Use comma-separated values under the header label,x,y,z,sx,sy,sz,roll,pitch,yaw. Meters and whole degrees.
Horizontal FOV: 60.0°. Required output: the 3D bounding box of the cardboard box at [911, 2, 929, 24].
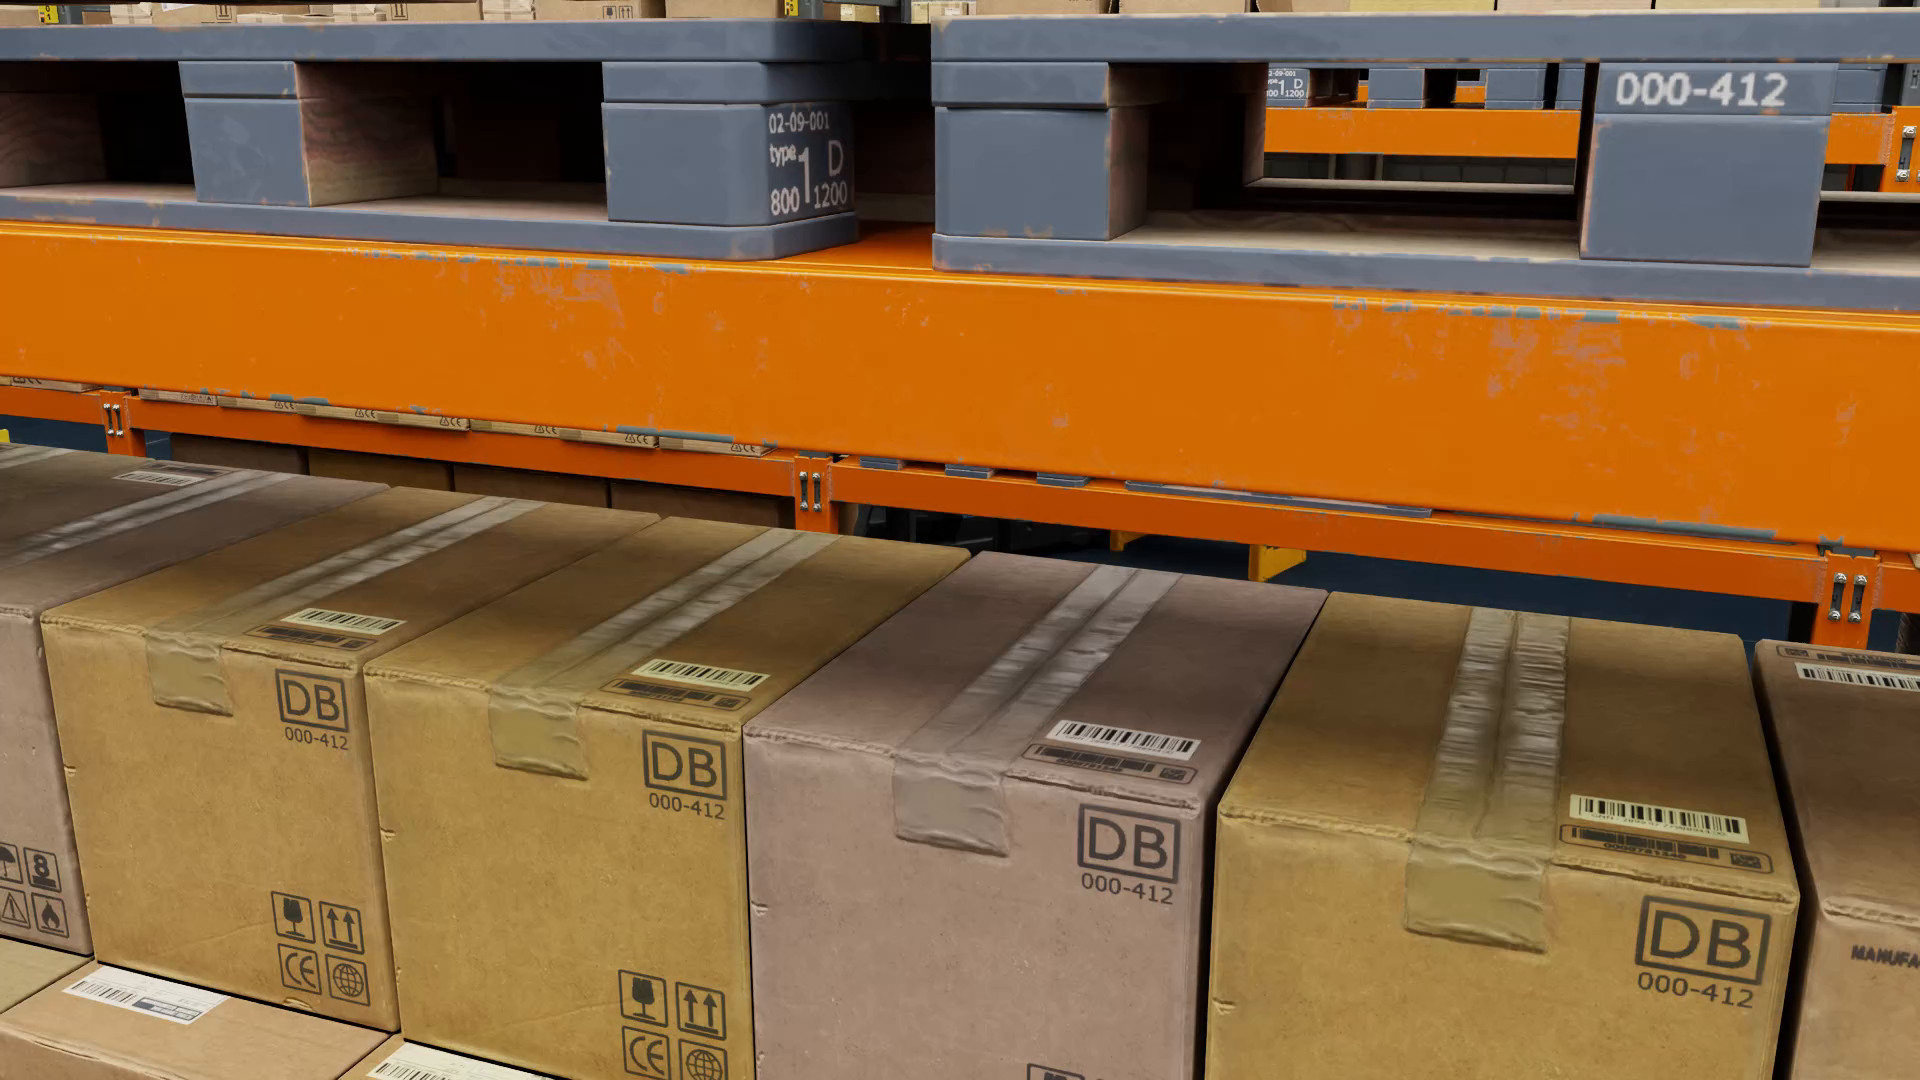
label,x,y,z,sx,sy,sz,roll,pitch,yaw
cardboard box,-0.274,-3.734,11.797,0.250,0.149,0.380,6,17,21

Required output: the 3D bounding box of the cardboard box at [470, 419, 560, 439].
label,x,y,z,sx,sy,sz,roll,pitch,yaw
cardboard box,-1.966,-0.669,7.867,0.500,0.250,0.500,6,17,20

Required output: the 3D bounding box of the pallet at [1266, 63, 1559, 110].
label,x,y,z,sx,sy,sz,roll,pitch,yaw
pallet,1.763,-1.790,6.416,1.003,0.211,1.213,6,17,21

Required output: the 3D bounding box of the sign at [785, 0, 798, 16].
label,x,y,z,sx,sy,sz,roll,pitch,yaw
sign,-0.668,-2.236,6.548,0.005,0.325,0.100,6,17,21

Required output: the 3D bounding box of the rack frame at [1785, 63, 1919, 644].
label,x,y,z,sx,sy,sz,roll,pitch,yaw
rack frame,3.265,-0.244,6.132,0.127,3.000,1.000,6,17,21

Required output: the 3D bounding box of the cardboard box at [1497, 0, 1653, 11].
label,x,y,z,sx,sy,sz,roll,pitch,yaw
cardboard box,2.199,-1.889,5.936,0.500,0.250,0.500,7,17,21

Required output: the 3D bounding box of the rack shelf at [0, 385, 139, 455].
label,x,y,z,sx,sy,sz,roll,pitch,yaw
rack shelf,-6.038,-0.921,9.756,4.000,0.370,1.077,6,17,21

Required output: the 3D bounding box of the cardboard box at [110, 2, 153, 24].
label,x,y,z,sx,sy,sz,roll,pitch,yaw
cardboard box,-3.840,-2.498,8.004,0.258,0.266,0.396,6,17,20

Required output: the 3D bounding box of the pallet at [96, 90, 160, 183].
label,x,y,z,sx,sy,sz,roll,pitch,yaw
pallet,-1.560,-0.656,2.513,1.003,0.211,1.213,7,18,23

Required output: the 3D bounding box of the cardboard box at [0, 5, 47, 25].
label,x,y,z,sx,sy,sz,roll,pitch,yaw
cardboard box,-4.889,-2.670,8.419,0.258,0.266,0.396,7,18,22

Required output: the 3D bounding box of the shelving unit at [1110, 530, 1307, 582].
label,x,y,z,sx,sy,sz,roll,pitch,yaw
shelving unit,1.537,-0.628,10.147,1.083,1.500,0.587,13,21,38

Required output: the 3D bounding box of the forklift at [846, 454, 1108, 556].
label,x,y,z,sx,sy,sz,roll,pitch,yaw
forklift,-0.612,-1.317,9.954,3.031,2.935,1.130,-8,18,-25

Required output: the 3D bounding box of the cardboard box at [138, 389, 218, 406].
label,x,y,z,sx,sy,sz,roll,pitch,yaw
cardboard box,-3.865,-0.876,8.581,0.500,0.250,0.500,6,17,19

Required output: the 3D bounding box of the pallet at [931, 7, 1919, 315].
label,x,y,z,sx,sy,sz,roll,pitch,yaw
pallet,0.671,-0.379,1.562,1.217,0.209,0.805,6,17,18

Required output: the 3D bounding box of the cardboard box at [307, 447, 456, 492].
label,x,y,z,sx,sy,sz,roll,pitch,yaw
cardboard box,-2.728,-0.110,8.731,0.875,0.875,0.875,7,18,22

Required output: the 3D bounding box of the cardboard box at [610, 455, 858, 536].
label,x,y,z,sx,sy,sz,roll,pitch,yaw
cardboard box,-1.068,0.074,8.097,0.875,0.875,0.875,6,17,20

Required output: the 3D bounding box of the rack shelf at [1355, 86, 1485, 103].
label,x,y,z,sx,sy,sz,roll,pitch,yaw
rack shelf,3.222,-2.831,10.955,4.000,0.370,1.077,6,17,21

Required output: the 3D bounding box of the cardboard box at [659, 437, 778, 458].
label,x,y,z,sx,sy,sz,roll,pitch,yaw
cardboard box,-1.022,-0.565,7.509,0.500,0.250,0.500,6,17,19

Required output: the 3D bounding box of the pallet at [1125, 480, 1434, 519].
label,x,y,z,sx,sy,sz,roll,pitch,yaw
pallet,1.400,-0.369,6.908,1.213,0.211,1.003,6,17,21

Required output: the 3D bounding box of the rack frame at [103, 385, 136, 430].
label,x,y,z,sx,sy,sz,roll,pitch,yaw
rack frame,-4.177,-1.062,8.951,0.127,3.000,1.000,6,17,21

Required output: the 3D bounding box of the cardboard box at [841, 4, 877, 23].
label,x,y,z,sx,sy,sz,roll,pitch,yaw
cardboard box,-0.789,-3.775,11.903,0.250,0.149,0.380,6,17,21

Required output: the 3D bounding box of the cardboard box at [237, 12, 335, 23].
label,x,y,z,sx,sy,sz,roll,pitch,yaw
cardboard box,-3.129,-2.372,7.749,0.250,0.166,0.380,5,17,17

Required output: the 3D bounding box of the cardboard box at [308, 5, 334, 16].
label,x,y,z,sx,sy,sz,roll,pitch,yaw
cardboard box,-3.281,-2.626,8.364,0.500,0.311,0.500,6,17,21

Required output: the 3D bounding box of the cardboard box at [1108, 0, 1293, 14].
label,x,y,z,sx,sy,sz,roll,pitch,yaw
cardboard box,0.973,-1.994,6.597,0.637,0.503,0.797,6,17,21

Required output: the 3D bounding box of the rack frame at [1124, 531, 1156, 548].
label,x,y,z,sx,sy,sz,roll,pitch,yaw
rack frame,1.153,-0.717,10.455,0.032,1.500,0.500,13,21,38

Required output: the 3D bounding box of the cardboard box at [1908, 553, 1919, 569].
label,x,y,z,sx,sy,sz,roll,pitch,yaw
cardboard box,3.440,-0.008,5.770,0.250,0.149,0.380,6,17,20

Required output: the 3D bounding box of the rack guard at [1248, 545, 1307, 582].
label,x,y,z,sx,sy,sz,roll,pitch,yaw
rack guard,1.919,0.061,10.015,0.087,0.250,0.587,13,21,38

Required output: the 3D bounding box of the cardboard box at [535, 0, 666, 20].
label,x,y,z,sx,sy,sz,roll,pitch,yaw
cardboard box,-1.447,-2.395,7.230,0.500,0.500,0.700,5,17,18

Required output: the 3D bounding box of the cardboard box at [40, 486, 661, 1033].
label,x,y,z,sx,sy,sz,roll,pitch,yaw
cardboard box,-0.816,0.265,2.408,0.500,0.500,0.700,6,17,20

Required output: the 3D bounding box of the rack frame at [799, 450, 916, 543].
label,x,y,z,sx,sy,sz,roll,pitch,yaw
rack frame,-0.456,-0.653,7.542,0.127,3.000,1.000,6,17,21

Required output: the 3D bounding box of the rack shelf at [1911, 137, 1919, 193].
label,x,y,z,sx,sy,sz,roll,pitch,yaw
rack shelf,5.125,-1.134,5.110,4.000,0.370,1.077,6,17,21

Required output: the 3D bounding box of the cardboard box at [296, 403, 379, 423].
label,x,y,z,sx,sy,sz,roll,pitch,yaw
cardboard box,-2.912,-0.767,8.206,0.500,0.250,0.500,6,17,20

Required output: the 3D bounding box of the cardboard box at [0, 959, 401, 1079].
label,x,y,z,sx,sy,sz,roll,pitch,yaw
cardboard box,-0.917,0.812,2.316,0.500,0.500,0.500,6,17,21

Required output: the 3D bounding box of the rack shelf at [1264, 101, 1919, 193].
label,x,y,z,sx,sy,sz,roll,pitch,yaw
rack shelf,1.404,-1.543,6.519,4.000,0.370,1.077,6,17,21

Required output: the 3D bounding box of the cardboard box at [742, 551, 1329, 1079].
label,x,y,z,sx,sy,sz,roll,pitch,yaw
cardboard box,0.129,0.369,2.049,0.500,0.500,0.700,6,17,21

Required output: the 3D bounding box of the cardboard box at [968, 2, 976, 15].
label,x,y,z,sx,sy,sz,roll,pitch,yaw
cardboard box,0.240,-3.707,11.703,0.250,0.149,0.380,6,17,20

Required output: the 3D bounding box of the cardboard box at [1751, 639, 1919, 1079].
label,x,y,z,sx,sy,sz,roll,pitch,yaw
cardboard box,1.078,0.473,1.691,0.500,0.500,0.700,6,17,20

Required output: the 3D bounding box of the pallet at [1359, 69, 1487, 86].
label,x,y,z,sx,sy,sz,roll,pitch,yaw
pallet,3.067,-3.130,11.035,1.213,0.211,1.003,7,18,23

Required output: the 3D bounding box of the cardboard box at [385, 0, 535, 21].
label,x,y,z,sx,sy,sz,roll,pitch,yaw
cardboard box,-2.202,-2.448,7.413,0.500,0.500,0.500,6,17,21

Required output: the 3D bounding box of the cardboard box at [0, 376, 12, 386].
label,x,y,z,sx,sy,sz,roll,pitch,yaw
cardboard box,-5.183,-1.142,9.049,0.500,0.500,0.500,6,17,19

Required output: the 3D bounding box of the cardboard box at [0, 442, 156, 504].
label,x,y,z,sx,sy,sz,roll,pitch,yaw
cardboard box,-1.765,0.162,2.764,0.500,0.500,0.700,6,17,20
